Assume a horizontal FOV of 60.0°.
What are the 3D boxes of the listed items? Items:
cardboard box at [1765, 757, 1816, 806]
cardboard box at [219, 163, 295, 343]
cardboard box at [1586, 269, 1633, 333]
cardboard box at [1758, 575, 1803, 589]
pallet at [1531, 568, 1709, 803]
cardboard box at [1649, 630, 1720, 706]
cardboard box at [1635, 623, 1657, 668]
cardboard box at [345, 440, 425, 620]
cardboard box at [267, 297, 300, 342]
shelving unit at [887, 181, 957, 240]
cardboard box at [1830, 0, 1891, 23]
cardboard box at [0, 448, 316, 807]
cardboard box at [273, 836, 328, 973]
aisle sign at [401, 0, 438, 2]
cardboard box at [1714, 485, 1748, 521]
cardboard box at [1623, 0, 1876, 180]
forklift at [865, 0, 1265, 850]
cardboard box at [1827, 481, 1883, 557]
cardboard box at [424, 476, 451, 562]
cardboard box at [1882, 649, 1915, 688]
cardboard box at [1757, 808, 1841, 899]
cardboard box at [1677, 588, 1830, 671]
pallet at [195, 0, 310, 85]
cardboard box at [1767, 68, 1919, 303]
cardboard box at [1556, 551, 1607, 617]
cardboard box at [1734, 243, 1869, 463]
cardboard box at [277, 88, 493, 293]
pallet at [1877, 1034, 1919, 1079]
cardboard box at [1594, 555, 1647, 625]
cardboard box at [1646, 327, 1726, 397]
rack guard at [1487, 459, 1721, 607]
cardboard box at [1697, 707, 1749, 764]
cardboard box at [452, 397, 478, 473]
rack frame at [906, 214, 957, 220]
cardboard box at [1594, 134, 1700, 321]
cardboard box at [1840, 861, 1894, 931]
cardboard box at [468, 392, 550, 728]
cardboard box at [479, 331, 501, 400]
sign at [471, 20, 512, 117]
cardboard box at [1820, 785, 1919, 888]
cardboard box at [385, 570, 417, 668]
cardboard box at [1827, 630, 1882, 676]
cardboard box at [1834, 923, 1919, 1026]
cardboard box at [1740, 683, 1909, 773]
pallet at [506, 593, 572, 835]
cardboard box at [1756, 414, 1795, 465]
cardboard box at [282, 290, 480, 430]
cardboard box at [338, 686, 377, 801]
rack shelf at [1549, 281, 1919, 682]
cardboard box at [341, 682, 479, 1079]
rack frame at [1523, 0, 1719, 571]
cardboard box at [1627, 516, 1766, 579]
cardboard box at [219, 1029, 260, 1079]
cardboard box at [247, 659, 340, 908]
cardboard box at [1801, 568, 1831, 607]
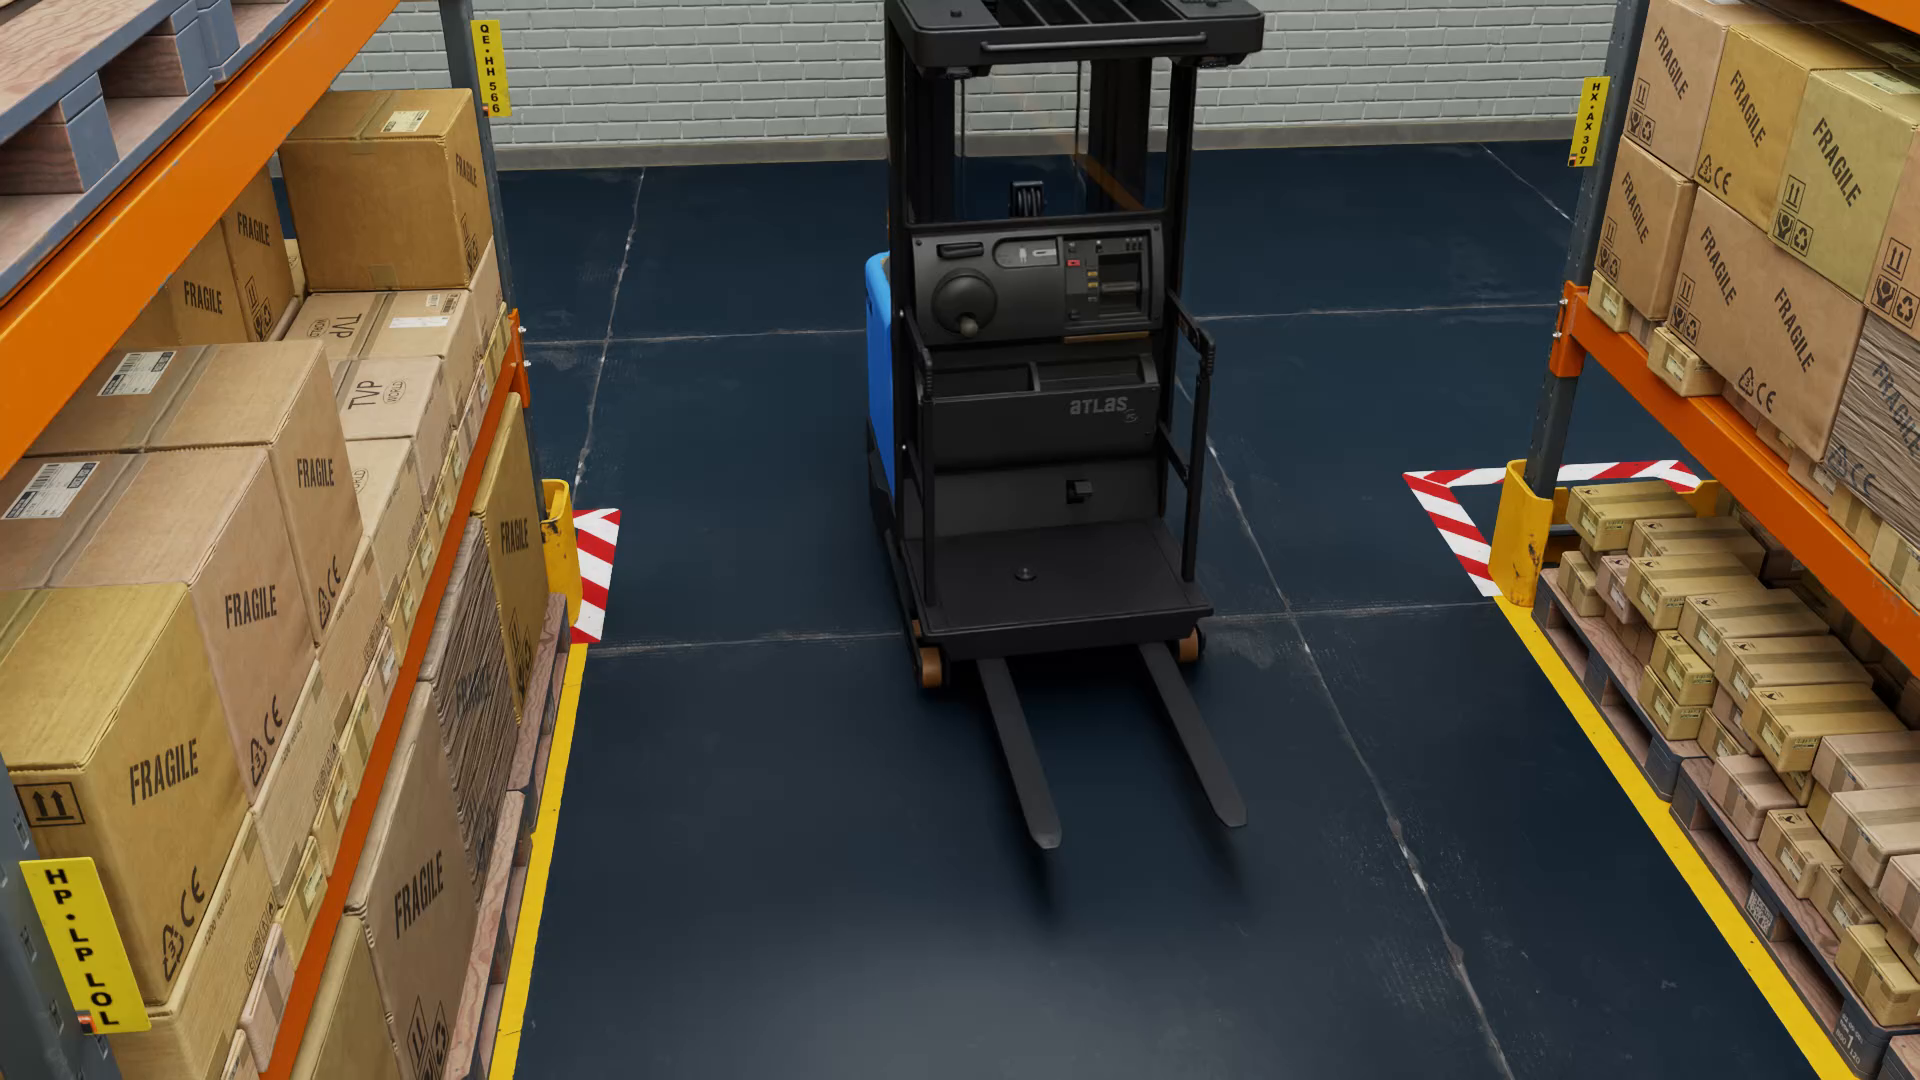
[{"bbox_3d":[2.791,0.699,5.236,0.380,0.149,0.250,-1,31,-2],"label":"cardboard box"},{"bbox_3d":[-2.310,-0.850,4.873,0.500,0.500,0.500,-3,31,-6],"label":"cardboard box"},{"bbox_3d":[2.519,-0.875,6.035,0.380,0.149,0.250,-3,31,-5],"label":"cardboard box"},{"bbox_3d":[3.120,0.144,6.165,0.380,0.149,0.250,-3,31,-6],"label":"cardboard box"},{"bbox_3d":[2.863,0.488,6.226,1.003,0.211,1.213,-3,31,-5],"label":"pallet"},{"bbox_3d":[2.605,0.431,5.683,0.380,0.149,0.250,-2,31,-3],"label":"cardboard box"},{"bbox_3d":[2.682,0.419,5.994,0.380,0.149,0.250,-2,31,-4],"label":"cardboard box"},{"bbox_3d":[-1.676,-0.022,4.218,0.500,0.250,0.500,-3,31,-4],"label":"cardboard box"},{"bbox_3d":[-2.301,-0.518,5.048,0.500,0.250,0.500,-3,31,-5],"label":"cardboard box"},{"bbox_3d":[-0.175,-1.030,7.804,0.258,1.200,0.503,-5,31,-8],"label":"shelving unit"},{"bbox_3d":[3.106,-1.542,5.544,0.500,0.500,0.500,-3,31,-6],"label":"cardboard box"},{"bbox_3d":[-1.587,0.170,3.164,0.500,0.500,0.500,-3,31,-5],"label":"cardboard box"},{"bbox_3d":[-1.505,0.737,3.337,0.380,0.149,0.250,-2,31,-3],"label":"cardboard box"},{"bbox_3d":[-1.840,-2.145,5.381,0.394,0.787,0.004,-3,31,-5],"label":"aisle sign"},{"bbox_3d":[3.117,-0.118,6.312,0.380,0.149,0.250,-2,31,-4],"label":"cardboard box"},{"bbox_3d":[2.593,-1.522,5.510,0.500,0.500,0.500,-3,31,-5],"label":"cardboard box"},{"bbox_3d":[0.328,-0.895,5.889,1.130,2.935,3.031,-5,31,-8],"label":"forklift"},{"bbox_3d":[2.716,-0.081,4.705,0.380,0.149,0.250,-2,31,-3],"label":"cardboard box"},{"bbox_3d":[-1.650,-0.050,4.654,0.380,0.149,0.250,-3,31,-4],"label":"cardboard box"},{"bbox_3d":[3.276,0.409,5.430,0.380,0.149,0.250,-2,31,-3],"label":"cardboard box"},{"bbox_3d":[2.703,0.952,5.102,0.380,0.149,0.250,-3,31,-5],"label":"cardboard box"},{"bbox_3d":[2.673,0.300,5.612,0.380,0.149,0.250,-4,31,-7],"label":"cardboard box"},{"bbox_3d":[-1.936,-1.225,3.537,1.003,0.211,1.213,-3,31,-5],"label":"pallet"},{"bbox_3d":[2.673,-0.998,4.633,0.500,0.500,0.500,-3,31,-6],"label":"cardboard box"},{"bbox_3d":[2.546,0.163,6.423,0.380,0.149,0.250,-2,31,-4],"label":"cardboard box"},{"bbox_3d":[2.691,-0.569,4.890,0.500,0.500,0.500,-2,31,-4],"label":"cardboard box"},{"bbox_3d":[-1.825,-1.127,5.337,0.500,0.500,0.500,-2,31,-4],"label":"cardboard box"},{"bbox_3d":[3.091,1.734,4.141,1.003,0.211,1.213,-3,31,-5],"label":"pallet"},{"bbox_3d":[2.578,0.174,6.114,0.380,0.149,0.250,-3,31,-5],"label":"cardboard box"},{"bbox_3d":[2.556,-0.607,5.586,0.380,0.149,0.250,-4,31,-6],"label":"cardboard box"},{"bbox_3d":[2.822,-0.052,6.850,1.175,0.500,0.348,-3,31,-5],"label":"rack guard"},{"bbox_3d":[2.715,0.680,5.557,0.380,0.149,0.250,-3,31,-4],"label":"cardboard box"},{"bbox_3d":[-1.701,-0.315,5.097,0.380,0.149,0.250,-2,31,-4],"label":"cardboard box"},{"bbox_3d":[-0.133,-0.907,7.598,0.240,1.200,0.015,-5,31,-8],"label":"rack frame"},{"bbox_3d":[2.582,-1.092,5.766,0.500,0.500,0.500,-1,31,-2],"label":"cardboard box"},{"bbox_3d":[2.789,0.975,4.772,0.380,0.149,0.250,-4,31,-7],"label":"cardboard box"},{"bbox_3d":[-1.993,0.077,5.859,0.875,0.875,0.875,-3,31,-5],"label":"cardboard box"},{"bbox_3d":[-1.745,-0.571,5.526,0.380,0.149,0.250,-2,31,-4],"label":"cardboard box"},{"bbox_3d":[-1.591,-1.596,5.636,0.100,0.325,0.005,-3,31,-5],"label":"sign"},{"bbox_3d":[2.702,0.835,4.717,0.380,0.149,0.250,-4,31,-6],"label":"cardboard box"},{"bbox_3d":[-1.602,0.209,4.219,0.380,0.149,0.250,-4,31,-6],"label":"cardboard box"},{"bbox_3d":[3.122,0.415,5.710,0.380,0.149,0.250,-3,31,-5],"label":"cardboard box"},{"bbox_3d":[2.716,1.210,4.670,0.380,0.149,0.250,-3,31,-5],"label":"cardboard box"},{"bbox_3d":[2.669,0.579,5.146,0.380,0.149,0.250,-2,31,-4],"label":"cardboard box"},{"bbox_3d":[-1.980,0.624,6.000,1.003,0.211,1.213,-3,31,-5],"label":"pallet"},{"bbox_3d":[2.718,-0.342,5.142,0.380,0.149,0.250,-3,31,-5],"label":"cardboard box"},{"bbox_3d":[-1.776,-0.547,5.098,0.500,0.250,0.500,-3,31,-5],"label":"cardboard box"},{"bbox_3d":[-1.555,0.472,3.780,0.380,0.149,0.250,-3,31,-5],"label":"cardboard box"},{"bbox_3d":[3.002,0.166,4.748,1.077,0.370,4.000,-3,31,-5],"label":"rack shelf"},{"bbox_3d":[-1.825,0.996,4.320,0.875,0.875,0.875,-3,31,-5],"label":"cardboard box"},{"bbox_3d":[2.815,-1.164,6.273,1.000,3.000,0.127,-3,31,-5],"label":"rack frame"},{"bbox_3d":[2.672,0.043,6.043,0.380,0.149,0.250,-2,31,-4],"label":"cardboard box"},{"bbox_3d":[-1.455,1.005,2.887,0.380,0.149,0.250,-3,31,-4],"label":"cardboard box"},{"bbox_3d":[-1.583,0.494,3.353,0.500,0.250,0.500,-3,31,-5],"label":"cardboard box"},{"bbox_3d":[3.234,0.140,5.882,0.380,0.149,0.250,-3,31,-6],"label":"cardboard box"}]
